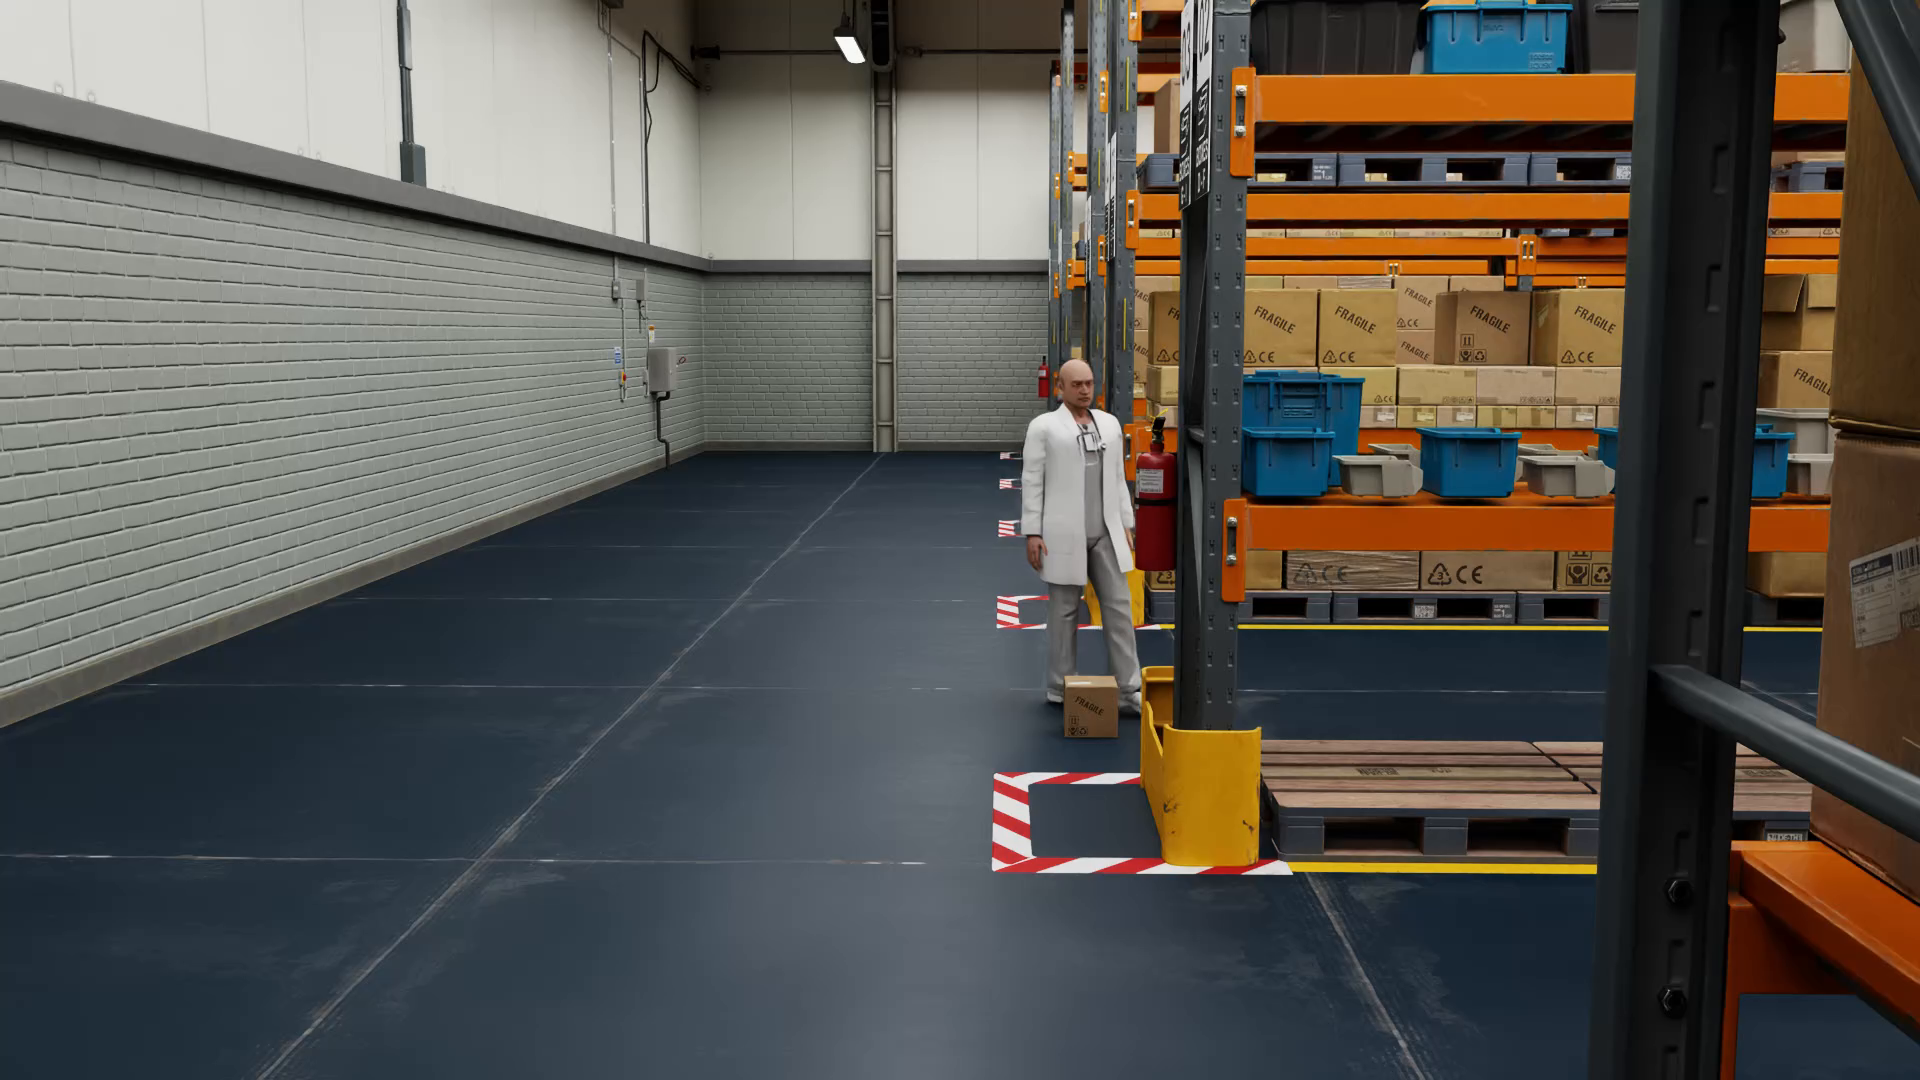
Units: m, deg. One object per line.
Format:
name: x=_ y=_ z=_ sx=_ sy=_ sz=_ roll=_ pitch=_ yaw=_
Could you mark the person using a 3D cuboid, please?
person: x=0.678 y=-0.010 z=8.335 sx=0.625 sy=1.778 sz=0.702 roll=-3 pitch=8 yaw=-22
